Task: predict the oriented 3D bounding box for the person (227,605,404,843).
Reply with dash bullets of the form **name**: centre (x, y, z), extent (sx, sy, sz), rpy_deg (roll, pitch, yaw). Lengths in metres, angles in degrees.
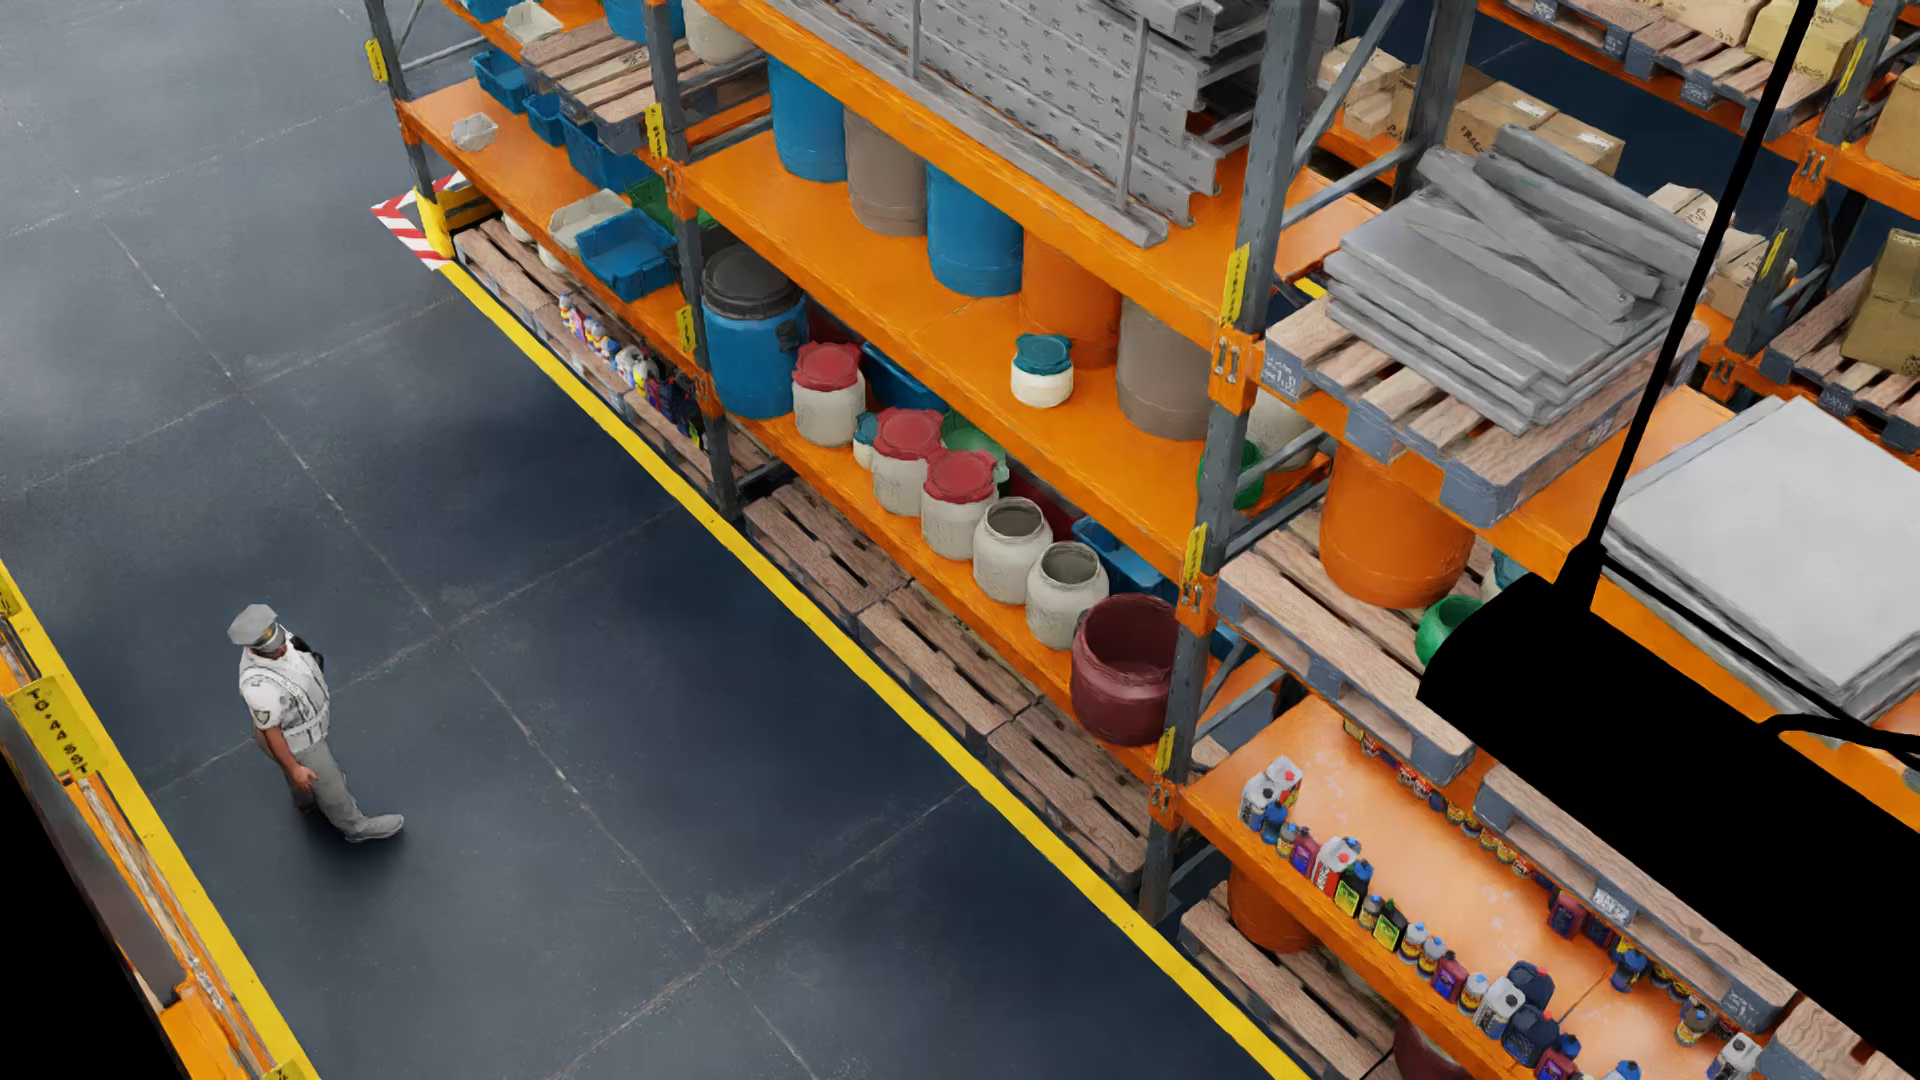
- **person**: centre (-3.462, 0.983, 8.825), extent (0.597, 1.746, 0.668), rpy_deg (-11, 47, -10)
